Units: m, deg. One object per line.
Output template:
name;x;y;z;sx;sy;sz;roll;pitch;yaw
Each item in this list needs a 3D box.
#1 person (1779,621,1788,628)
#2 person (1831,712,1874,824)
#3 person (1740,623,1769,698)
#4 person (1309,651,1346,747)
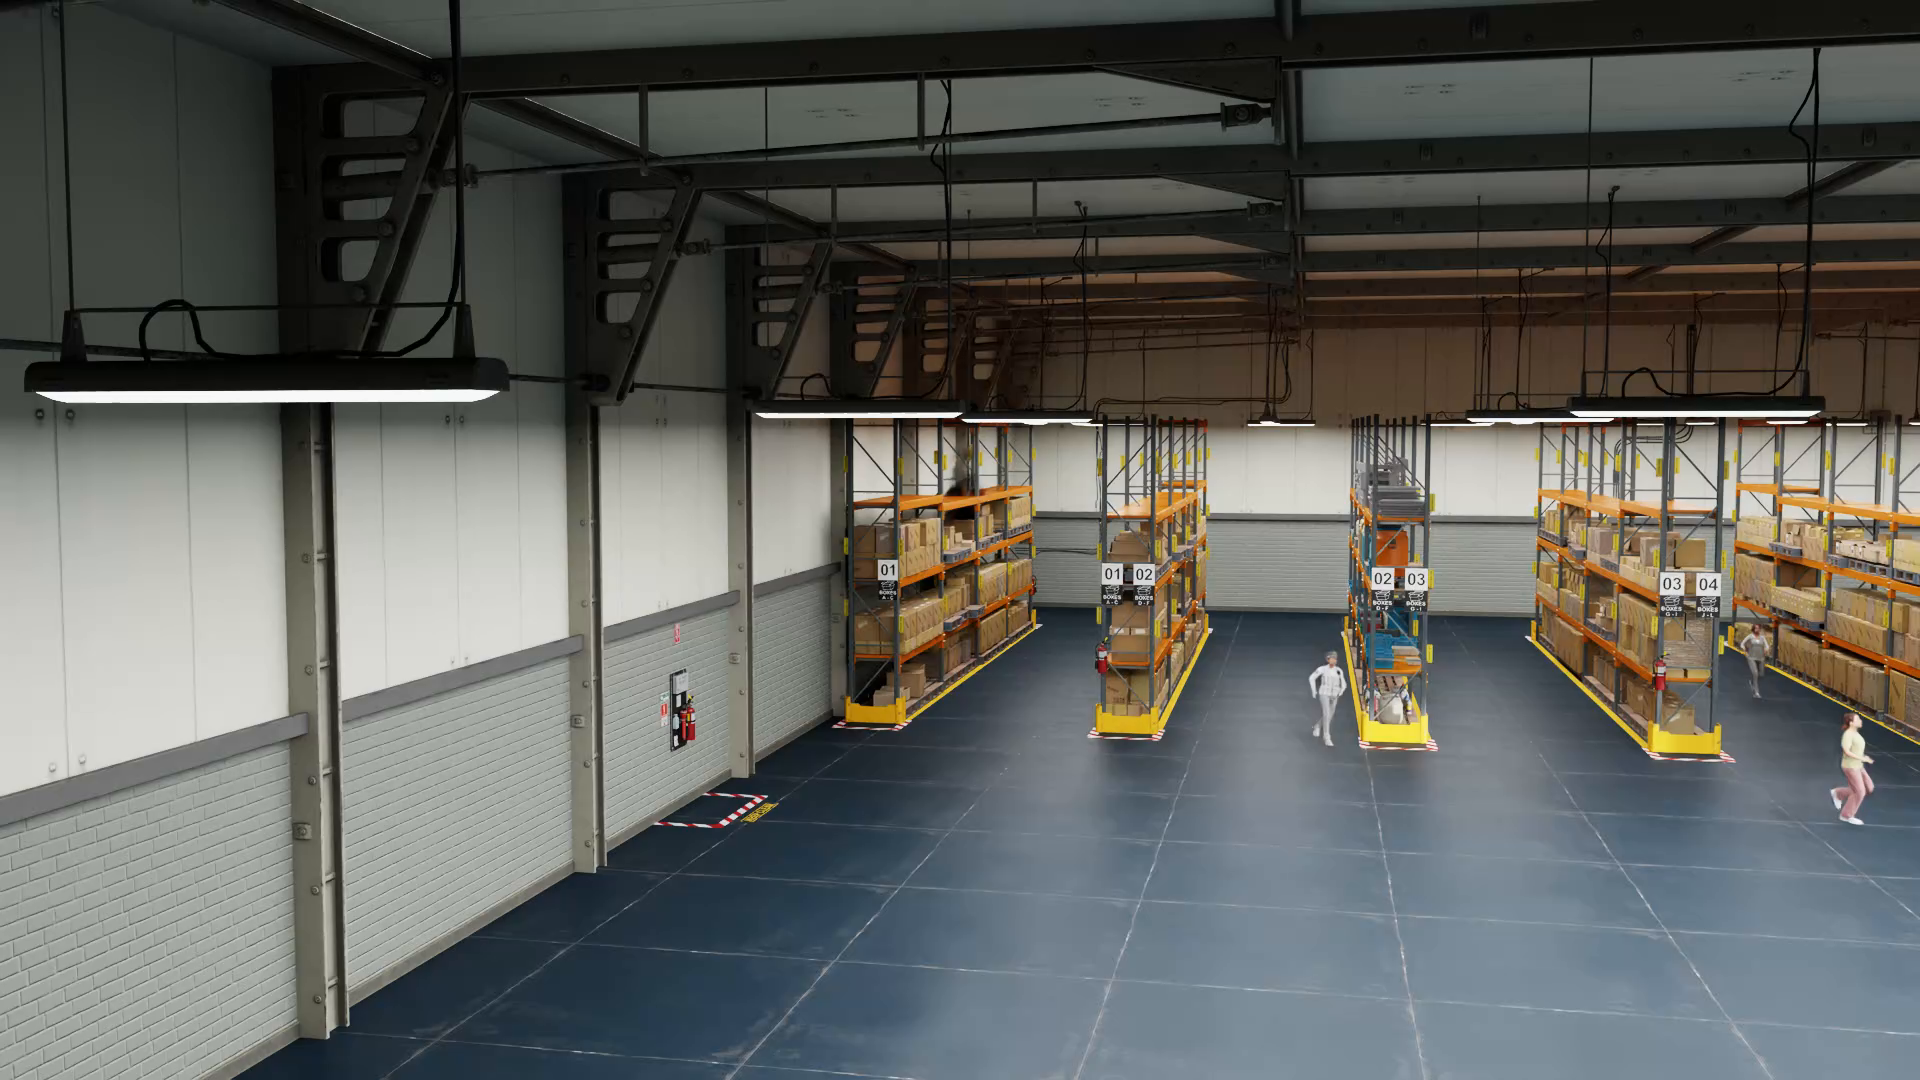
person;22.172;1.896;44.790;0.752;1.693;0.530;-2;4;-31
person;13.004;3.308;24.195;0.534;1.624;0.602;3;5;38
person;17.021;2.610;35.610;0.548;1.474;0.792;0;4;7
person;6.757;2.873;30.384;0.650;1.684;0.770;-1;4;-11
